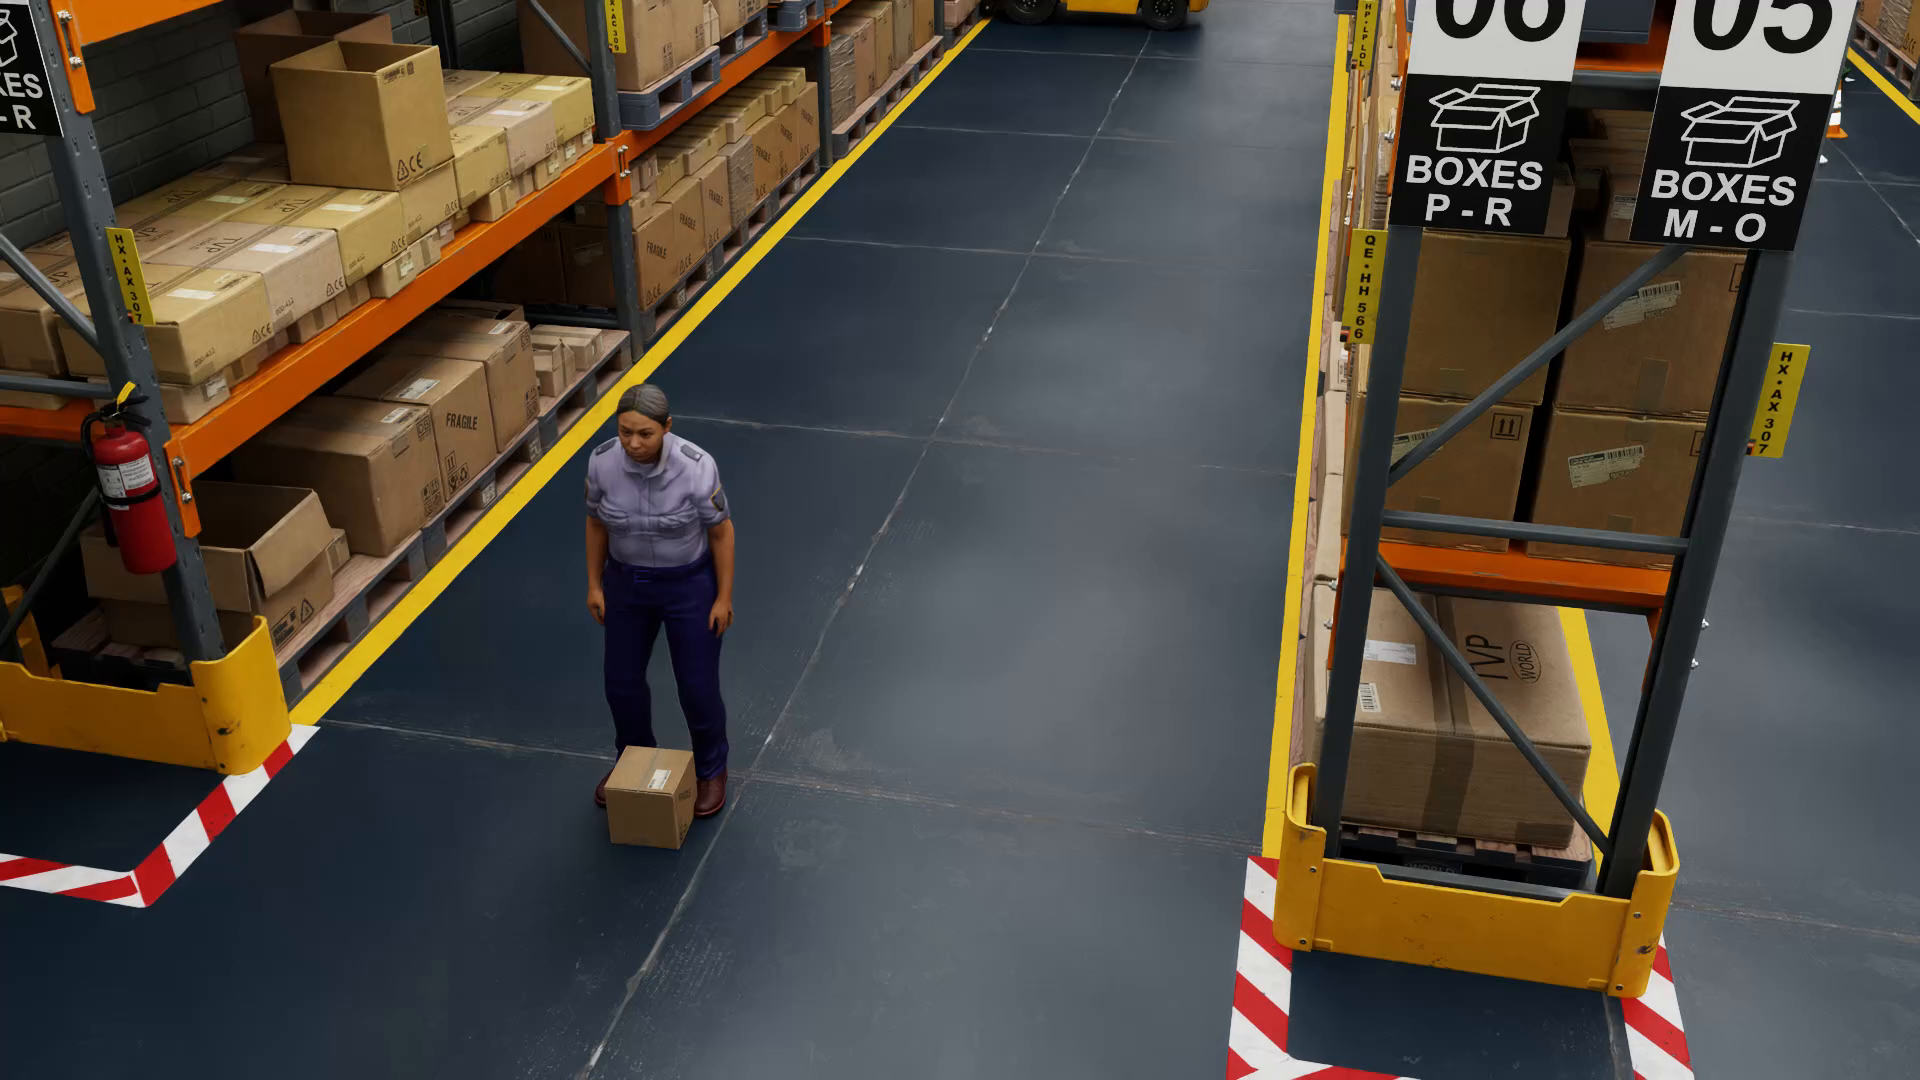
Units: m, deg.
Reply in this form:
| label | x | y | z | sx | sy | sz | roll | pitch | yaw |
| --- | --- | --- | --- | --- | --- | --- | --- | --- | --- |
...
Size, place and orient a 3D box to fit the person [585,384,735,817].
| label | x | y | z | sx | sy | sz | roll | pitch | yaw |
| --- | --- | --- | --- | --- | --- | --- | --- | --- | --- |
| person | -1.052 | 0.198 | 5.792 | 0.555 | 1.636 | 0.370 | 4 | 29 | 8 |
